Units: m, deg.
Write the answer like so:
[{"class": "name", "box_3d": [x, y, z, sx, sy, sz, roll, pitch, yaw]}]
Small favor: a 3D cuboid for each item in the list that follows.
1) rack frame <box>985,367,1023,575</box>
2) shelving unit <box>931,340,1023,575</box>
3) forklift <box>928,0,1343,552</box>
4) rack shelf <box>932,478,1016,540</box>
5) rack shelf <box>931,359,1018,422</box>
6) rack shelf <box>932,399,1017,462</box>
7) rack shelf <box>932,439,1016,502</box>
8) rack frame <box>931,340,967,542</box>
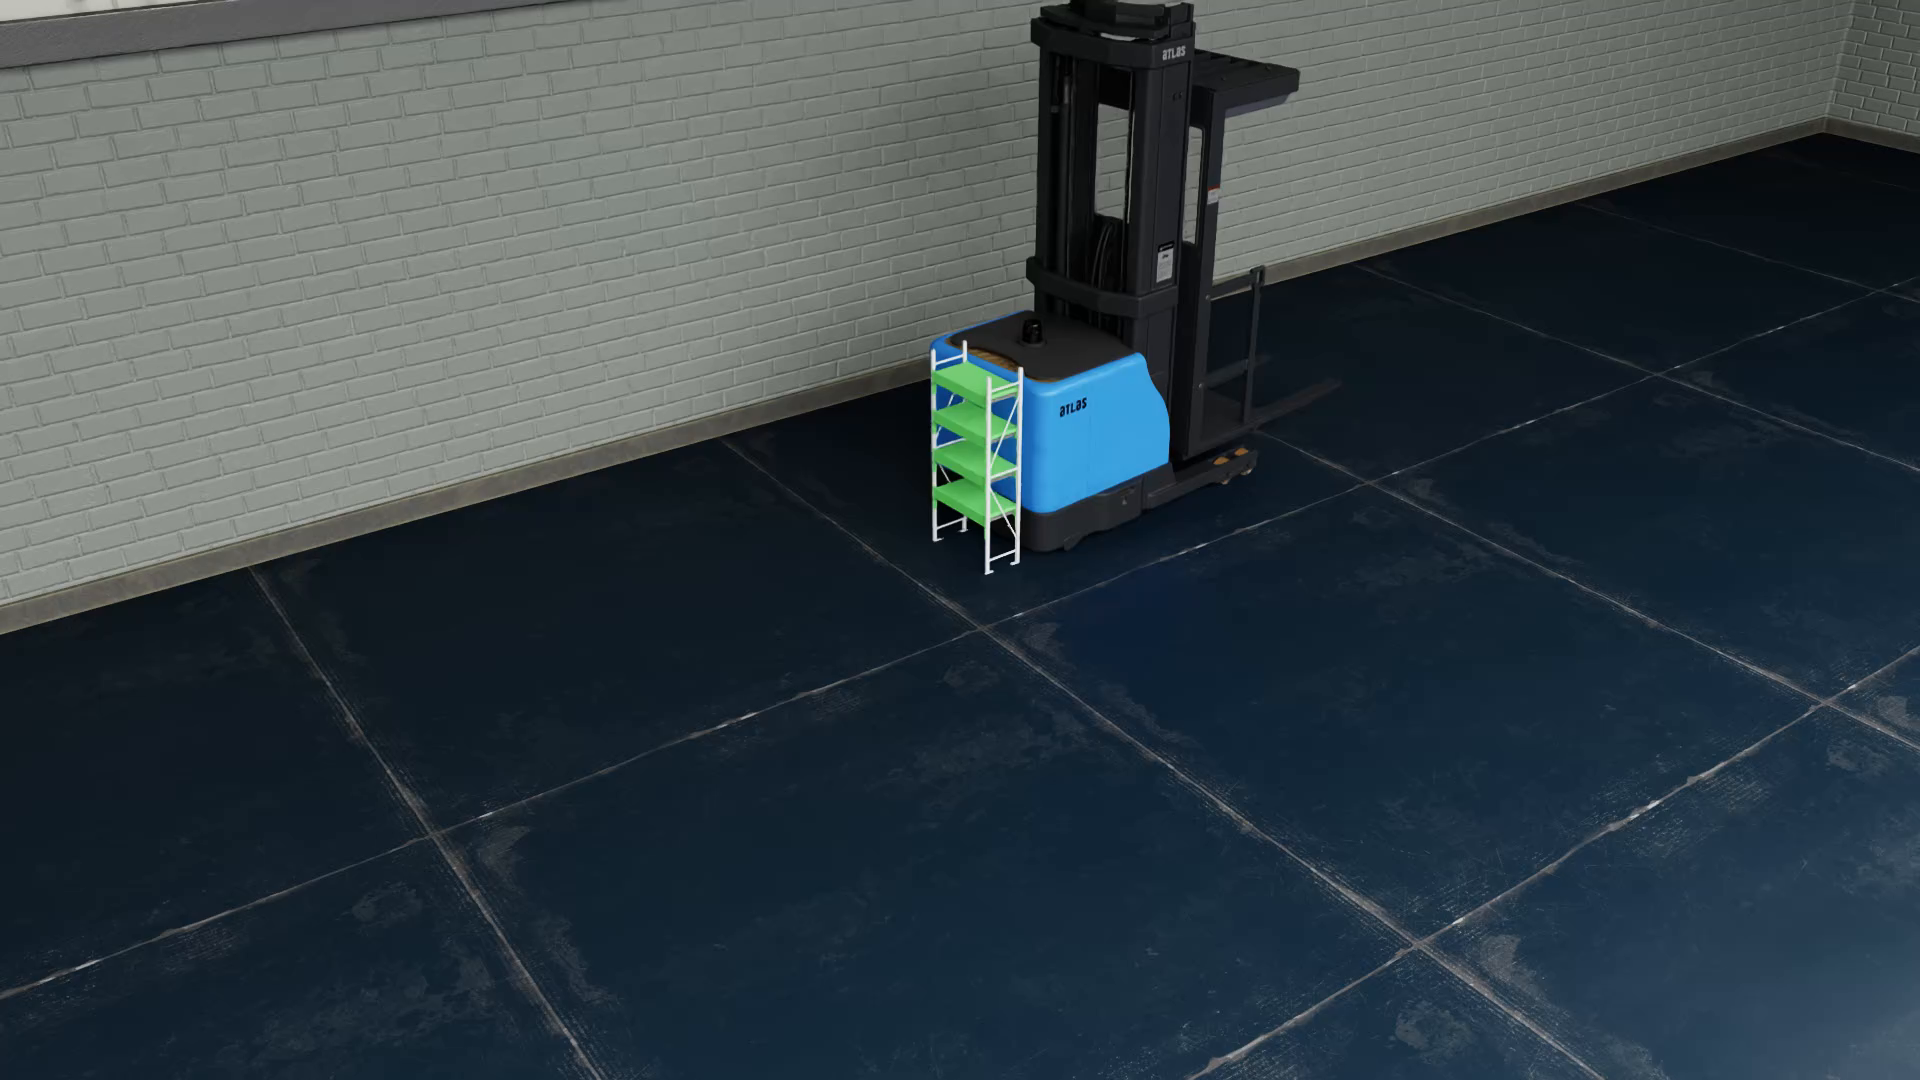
[{"class": "rack frame", "box_3d": [0.240, -0.367, 9.169, 0.240, 1.200, 0.015, -21, 35, -33]}, {"class": "shelving unit", "box_3d": [0.089, -0.459, 9.338, 0.258, 1.200, 0.503, -21, 35, -33]}, {"class": "forklift", "box_3d": [1.244, -1.803, 9.999, 3.031, 2.935, 1.130, -23, 36, -36]}, {"class": "rack shelf", "box_3d": [0.089, -0.192, 9.483, 0.258, 0.148, 0.480, -21, 35, -33]}, {"class": "rack shelf", "box_3d": [0.089, -0.825, 9.139, 0.258, 0.148, 0.480, -21, 35, -33]}, {"class": "rack shelf", "box_3d": [0.089, -0.614, 9.254, 0.258, 0.148, 0.480, -21, 35, -33]}, {"class": "rack shelf", "box_3d": [0.089, -0.403, 9.368, 0.258, 0.148, 0.480, -21, 35, -33]}, {"class": "rack frame", "box_3d": [-0.062, -0.550, 9.506, 0.240, 1.200, 0.015, -21, 35, -33]}]
